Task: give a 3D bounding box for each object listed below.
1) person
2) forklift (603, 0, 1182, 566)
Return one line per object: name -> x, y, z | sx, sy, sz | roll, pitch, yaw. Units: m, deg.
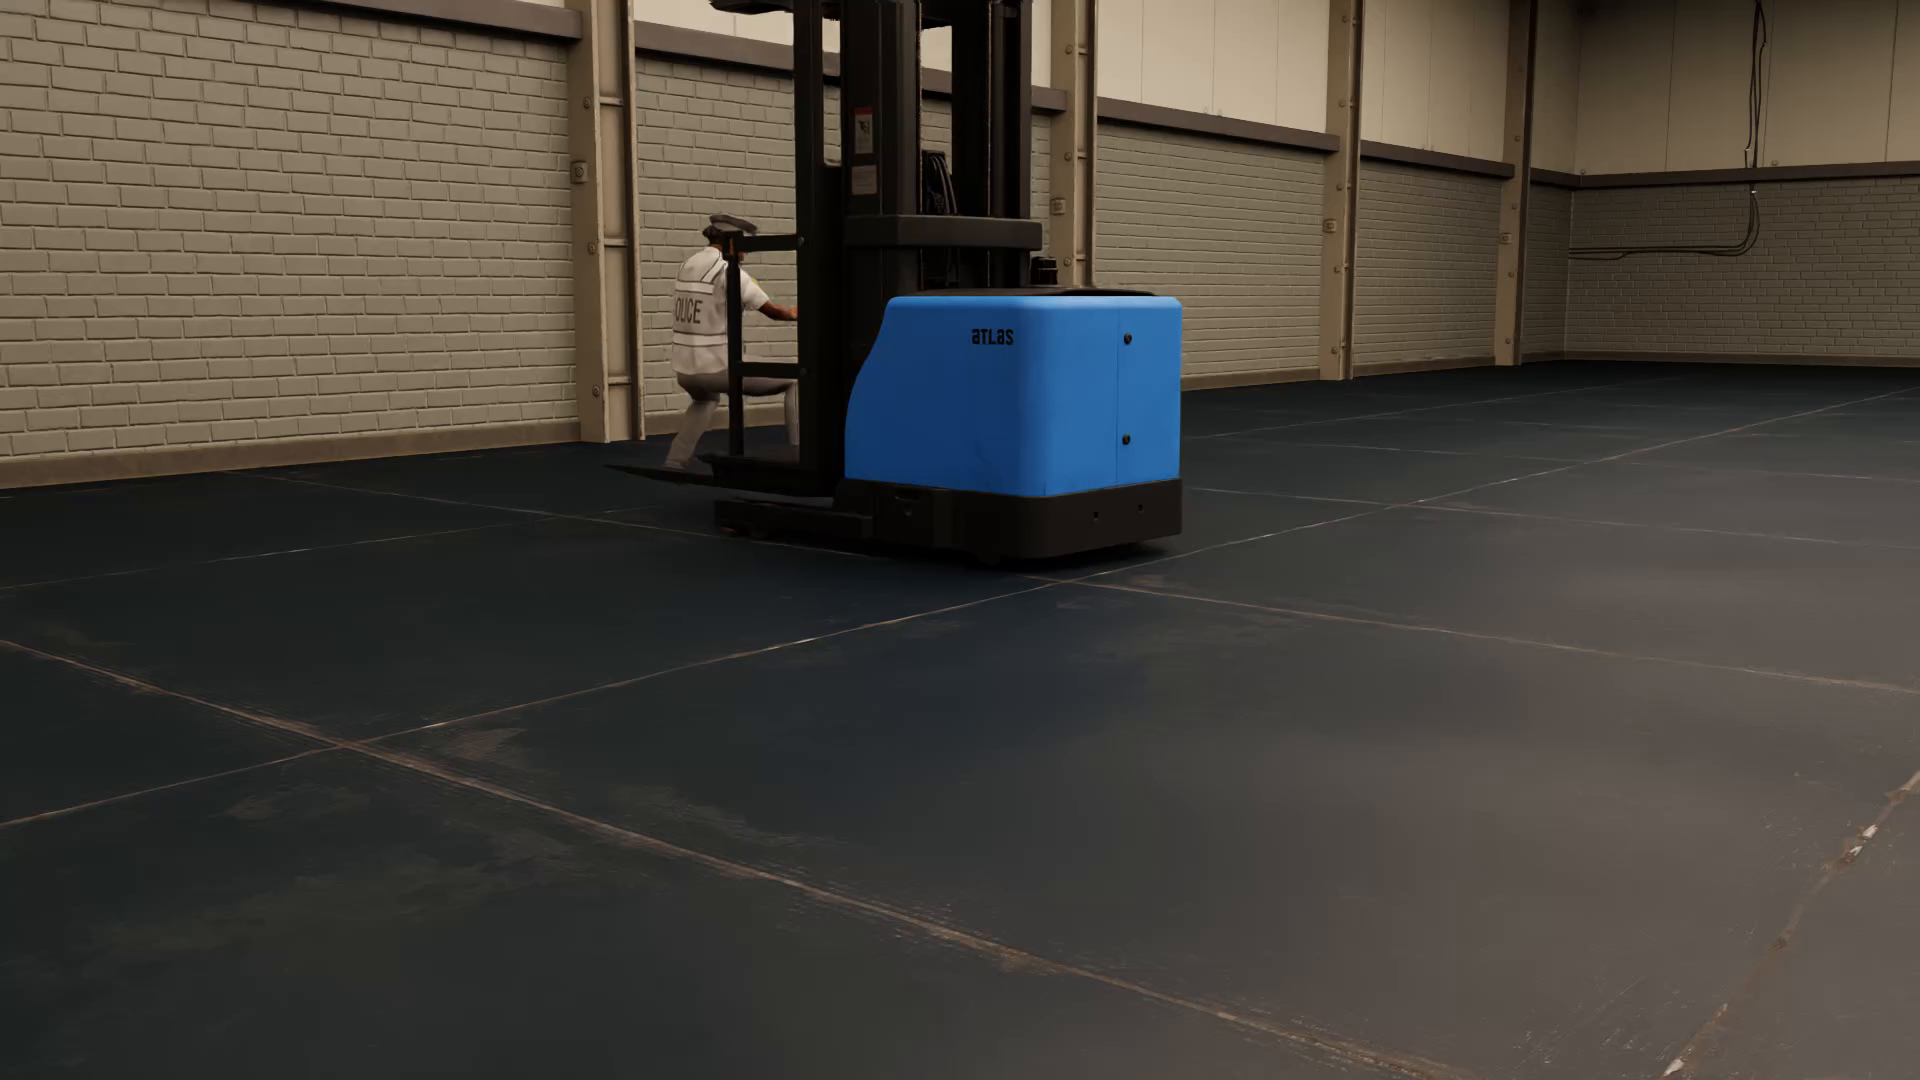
person -> -1.156, -0.953, 8.561 | 0.675, 1.416, 1.100 | -7, 11, -40
forklift -> -0.483, -1.504, 7.561 | 3.031, 2.935, 1.130 | 7, 11, 42
